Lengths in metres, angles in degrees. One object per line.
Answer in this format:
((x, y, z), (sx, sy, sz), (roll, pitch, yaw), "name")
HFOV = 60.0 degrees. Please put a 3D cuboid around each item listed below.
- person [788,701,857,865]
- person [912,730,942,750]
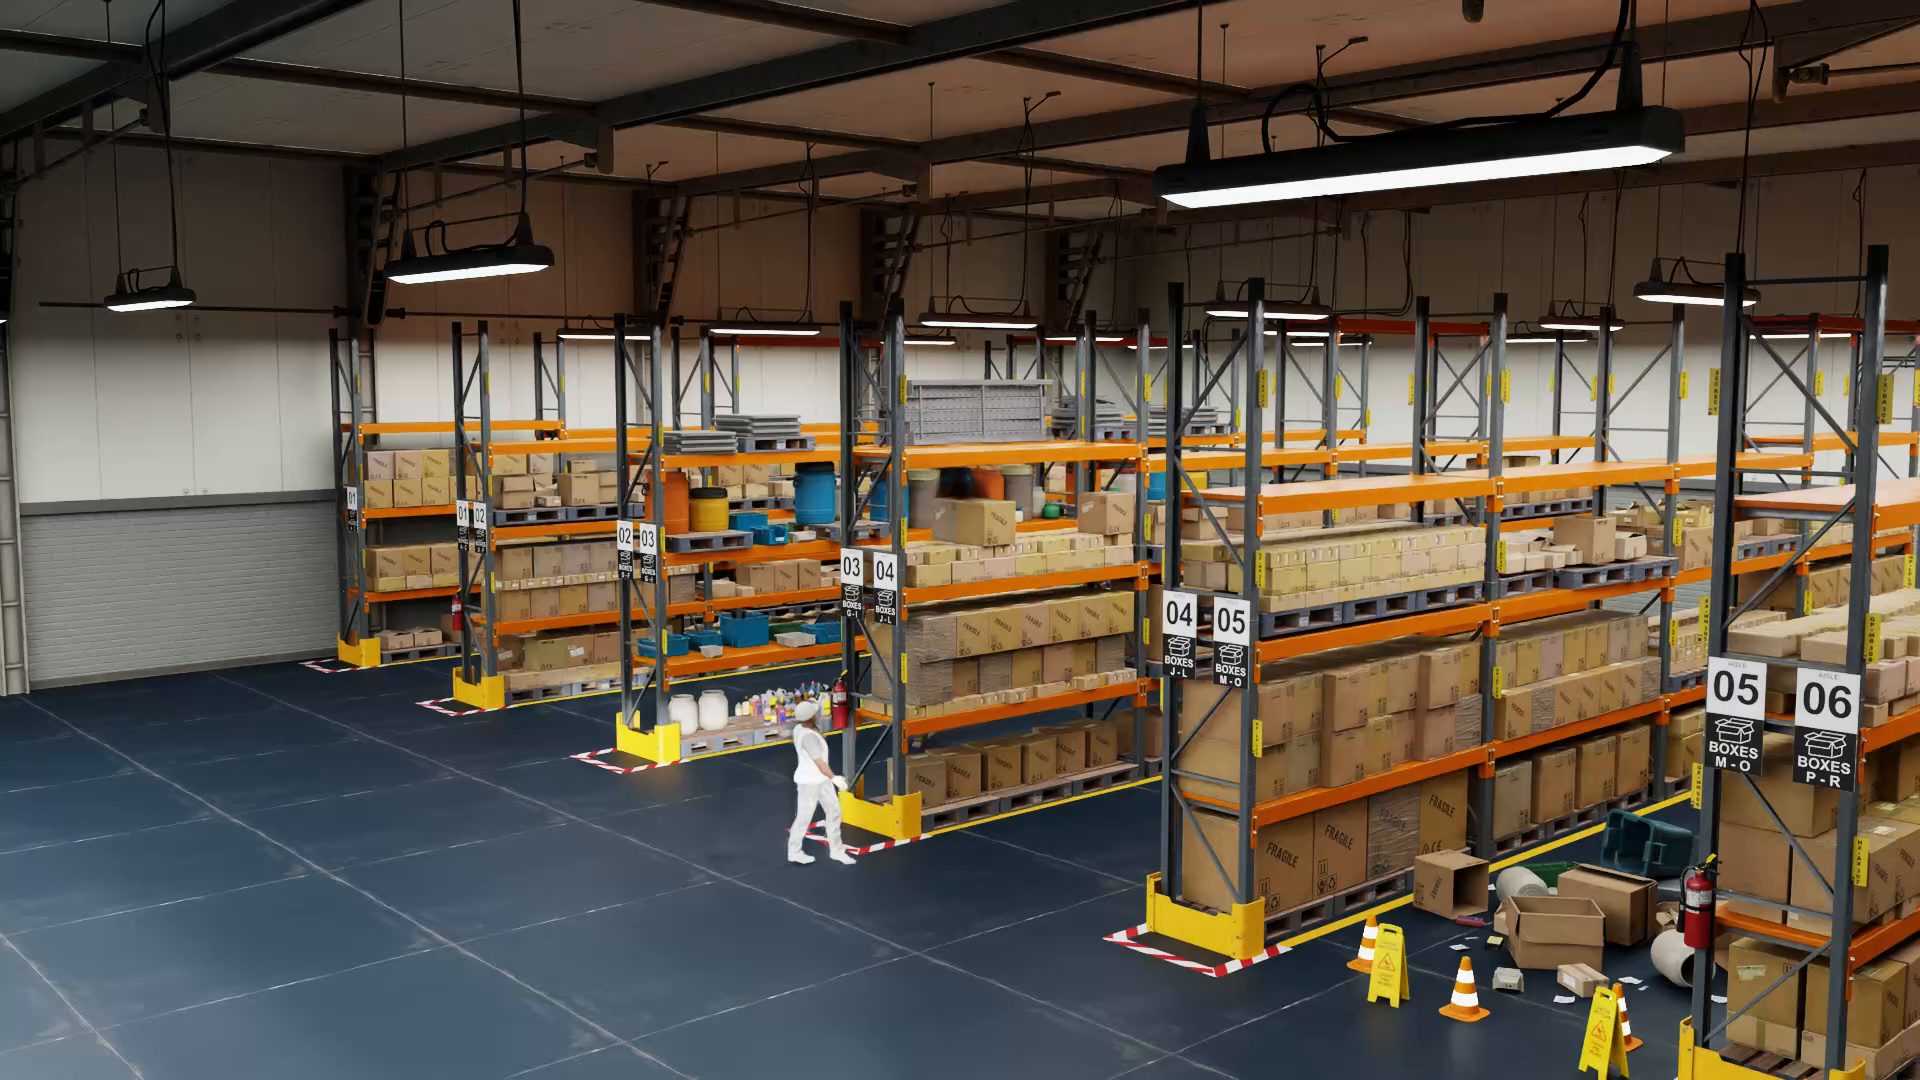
((-1.491, 2.571, 17.492), (0.699, 1.794, 0.539), (2, 6, 18), "person")
((-0.499, 2.017, 23.147), (0.599, 1.716, 1.135), (3, 6, 26), "person")
